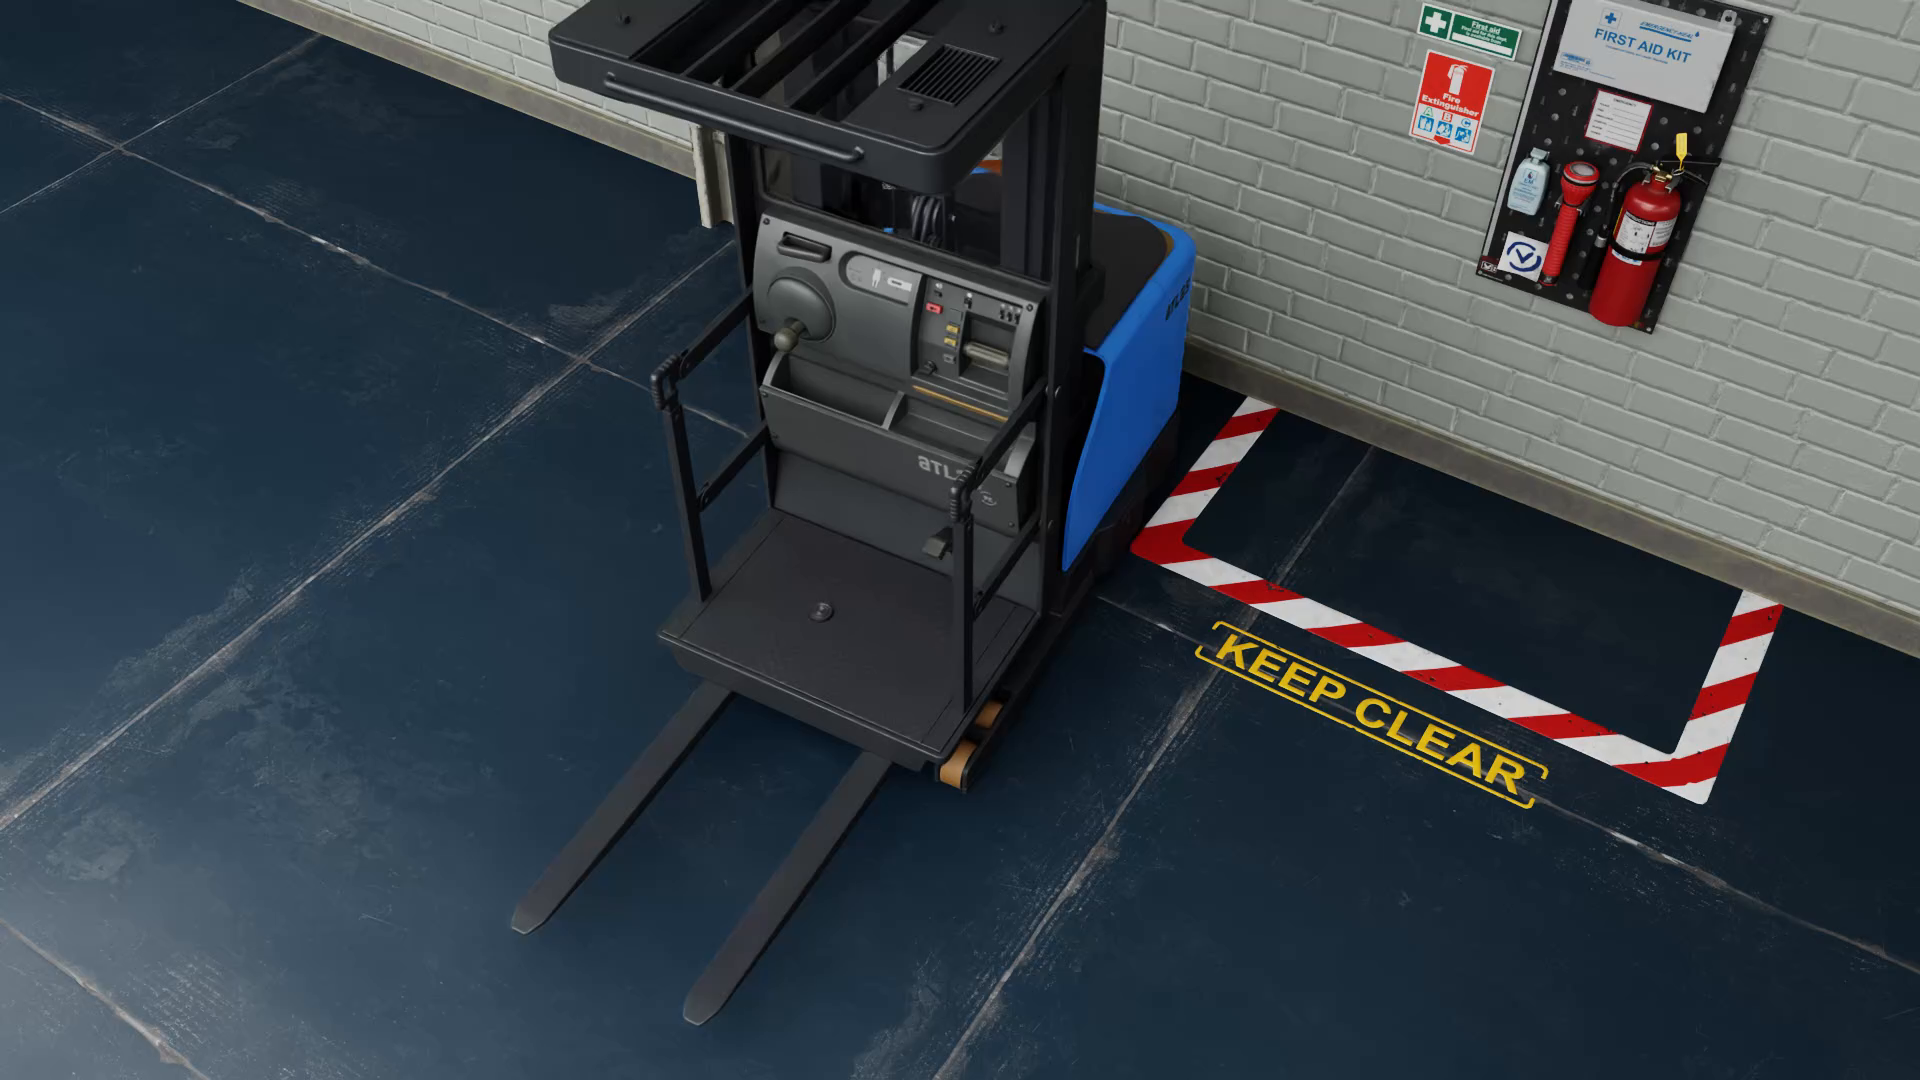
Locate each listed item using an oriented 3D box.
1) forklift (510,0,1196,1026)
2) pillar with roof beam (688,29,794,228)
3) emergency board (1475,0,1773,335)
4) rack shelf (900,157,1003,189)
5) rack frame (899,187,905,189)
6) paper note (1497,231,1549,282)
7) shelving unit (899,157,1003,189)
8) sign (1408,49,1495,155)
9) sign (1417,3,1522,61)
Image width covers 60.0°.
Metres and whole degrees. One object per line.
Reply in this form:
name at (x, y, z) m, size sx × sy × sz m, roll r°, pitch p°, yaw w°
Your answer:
forklift at (-0.301, -0.582, 4.772) m, size 1.130 × 2.935 × 3.031 m, roll 21°, pitch 49°, yaw 19°
pillar with roof beam at (-3.267, -2.006, 1.924) m, size 0.400 × 9.000 × 9.100 m, roll 25°, pitch 51°, yaw 22°
emergency board at (2.048, -1.171, 5.296) m, size 0.643 × 1.169 × 0.194 m, roll 25°, pitch 51°, yaw 22°
rack shelf at (0.011, -1.380, 6.517) m, size 0.480 × 0.148 × 0.258 m, roll -6°, pitch 35°, yaw -6°
rack frame at (-0.227, -1.226, 6.582) m, size 0.015 × 1.200 × 0.240 m, roll -6°, pitch 35°, yaw -6°
paper note at (1.936, -0.974, 5.719) m, size 0.142 × 0.148 × 0.016 m, roll 25°, pitch 51°, yaw 22°
shelving unit at (0.015, -1.252, 6.607) m, size 0.503 × 1.200 × 0.258 m, roll -6°, pitch 35°, yaw -6°
sign at (1.638, -1.460, 5.552) m, size 0.234 × 0.329 × 0.001 m, roll 25°, pitch 51°, yaw 22°
sign at (1.637, -1.637, 5.355) m, size 0.331 × 0.109 × 0.001 m, roll 25°, pitch 51°, yaw 22°
